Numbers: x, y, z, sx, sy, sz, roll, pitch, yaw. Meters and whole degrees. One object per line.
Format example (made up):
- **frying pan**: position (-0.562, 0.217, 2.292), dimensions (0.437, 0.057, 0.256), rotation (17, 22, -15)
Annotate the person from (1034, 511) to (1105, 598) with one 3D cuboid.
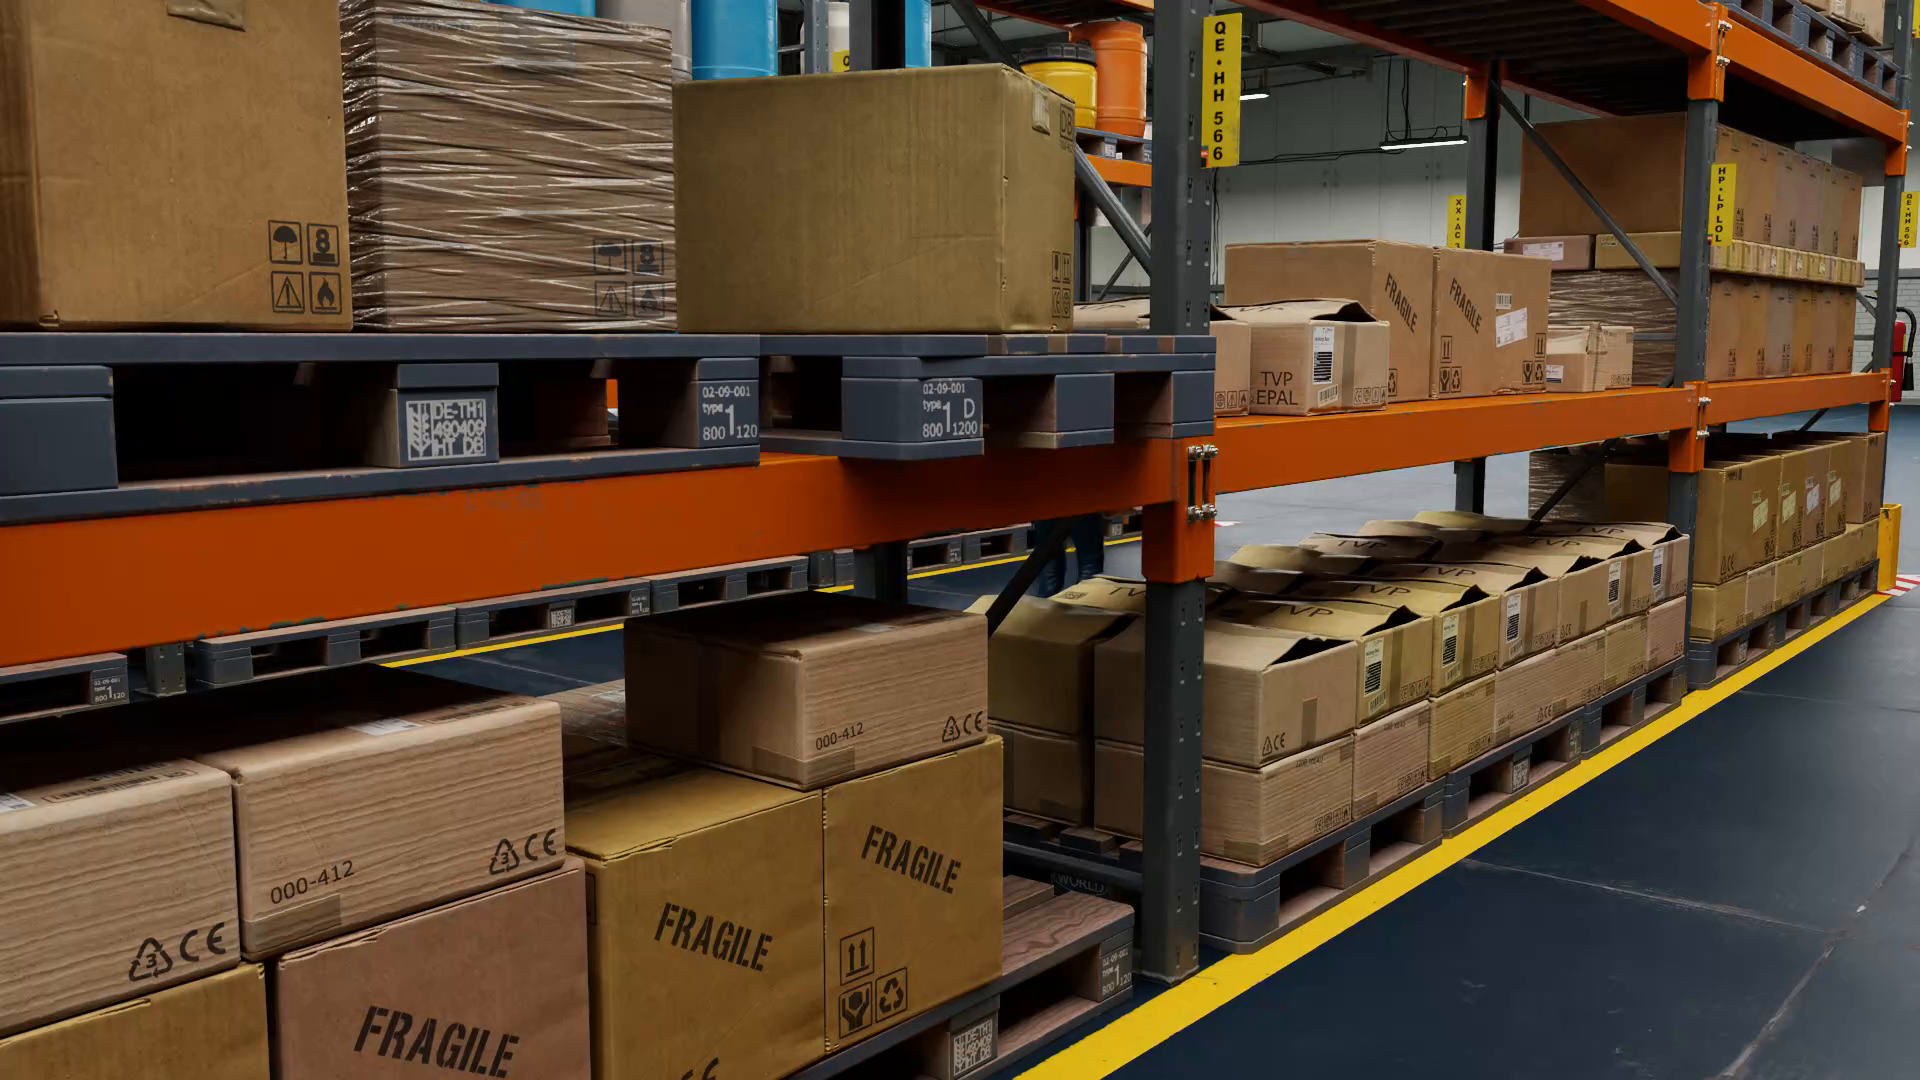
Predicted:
- **person**: position (0.513, -0.214, 7.619), dimensions (0.454, 1.600, 0.417), rotation (6, 9, 40)
